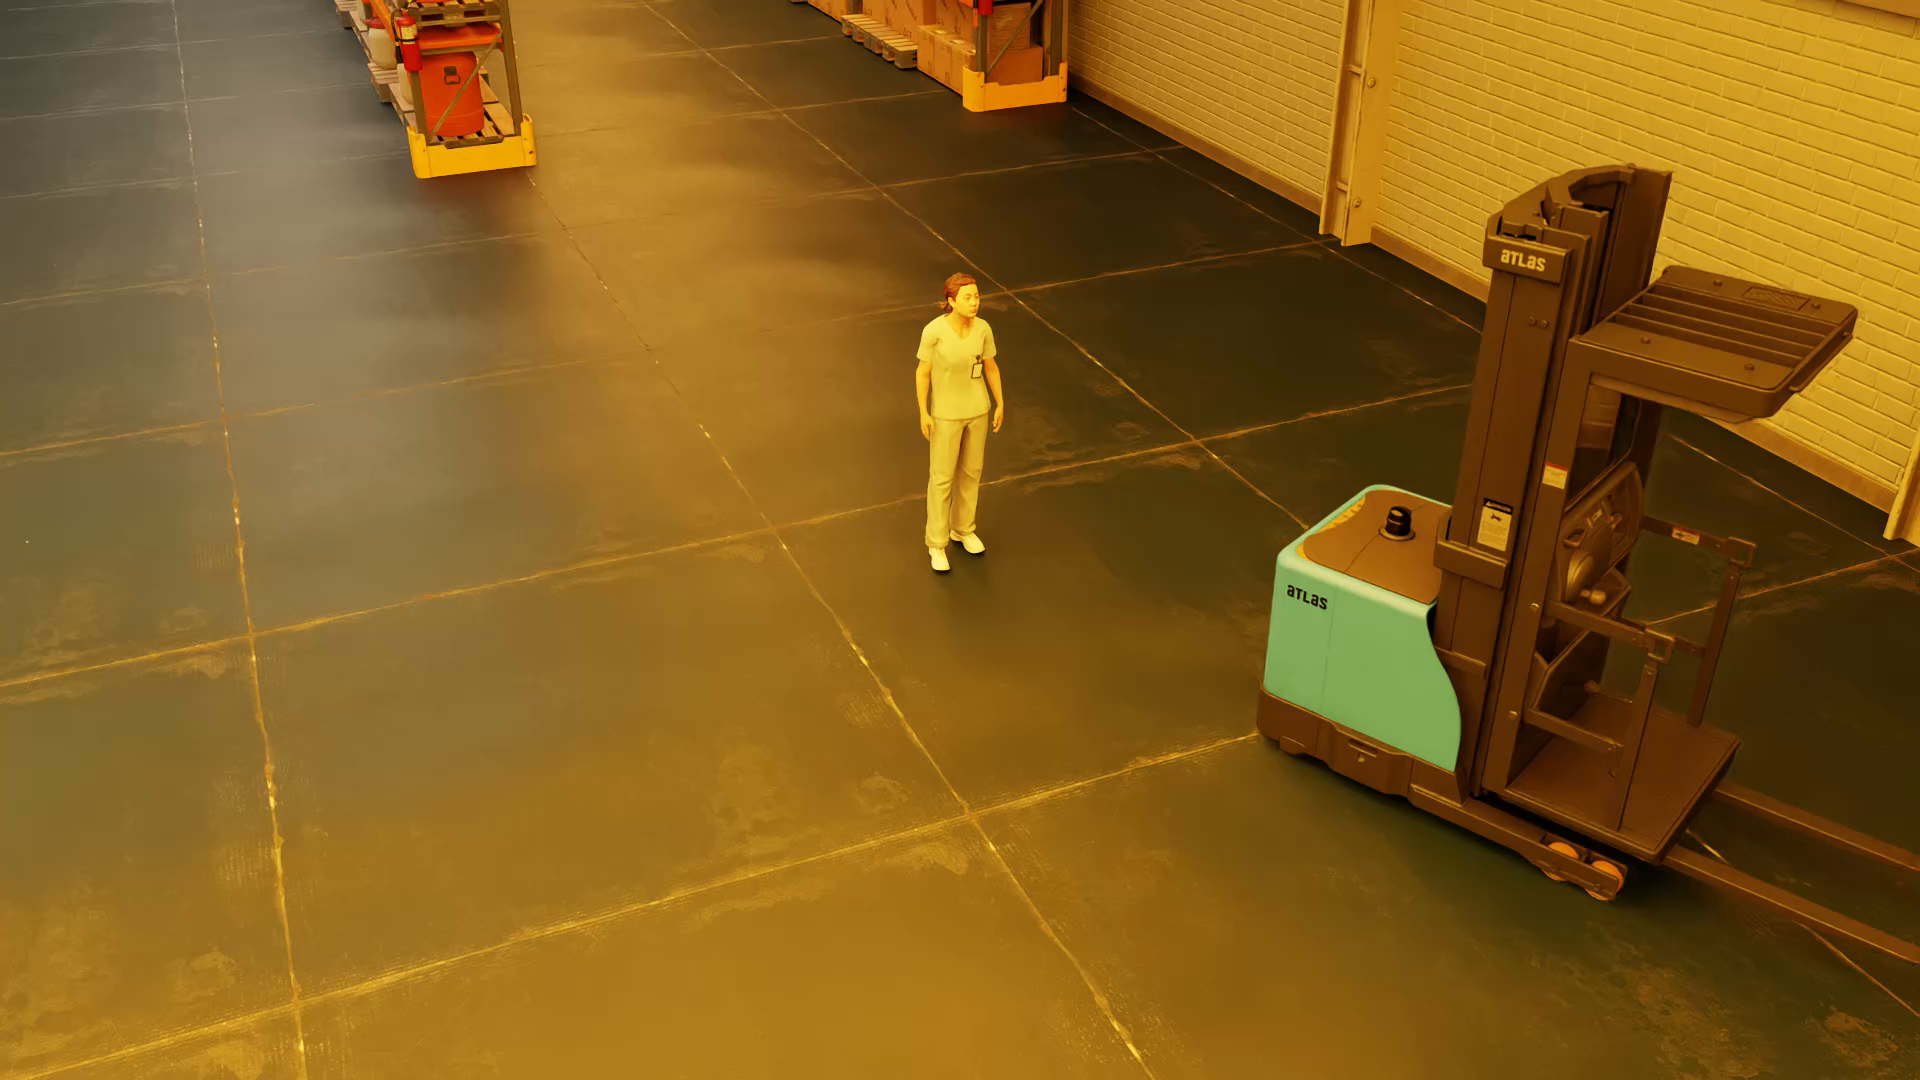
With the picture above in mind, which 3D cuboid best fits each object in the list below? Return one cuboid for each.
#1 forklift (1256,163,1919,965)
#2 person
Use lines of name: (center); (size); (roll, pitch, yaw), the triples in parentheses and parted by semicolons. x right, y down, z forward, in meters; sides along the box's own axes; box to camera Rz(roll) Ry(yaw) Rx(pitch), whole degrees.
forklift: (2.930, 0.011, 7.100); (3.031, 2.935, 1.130); (23, 37, 34)
person: (0.017, -0.697, 9.589); (0.549, 1.673, 0.548); (-12, 32, -20)
